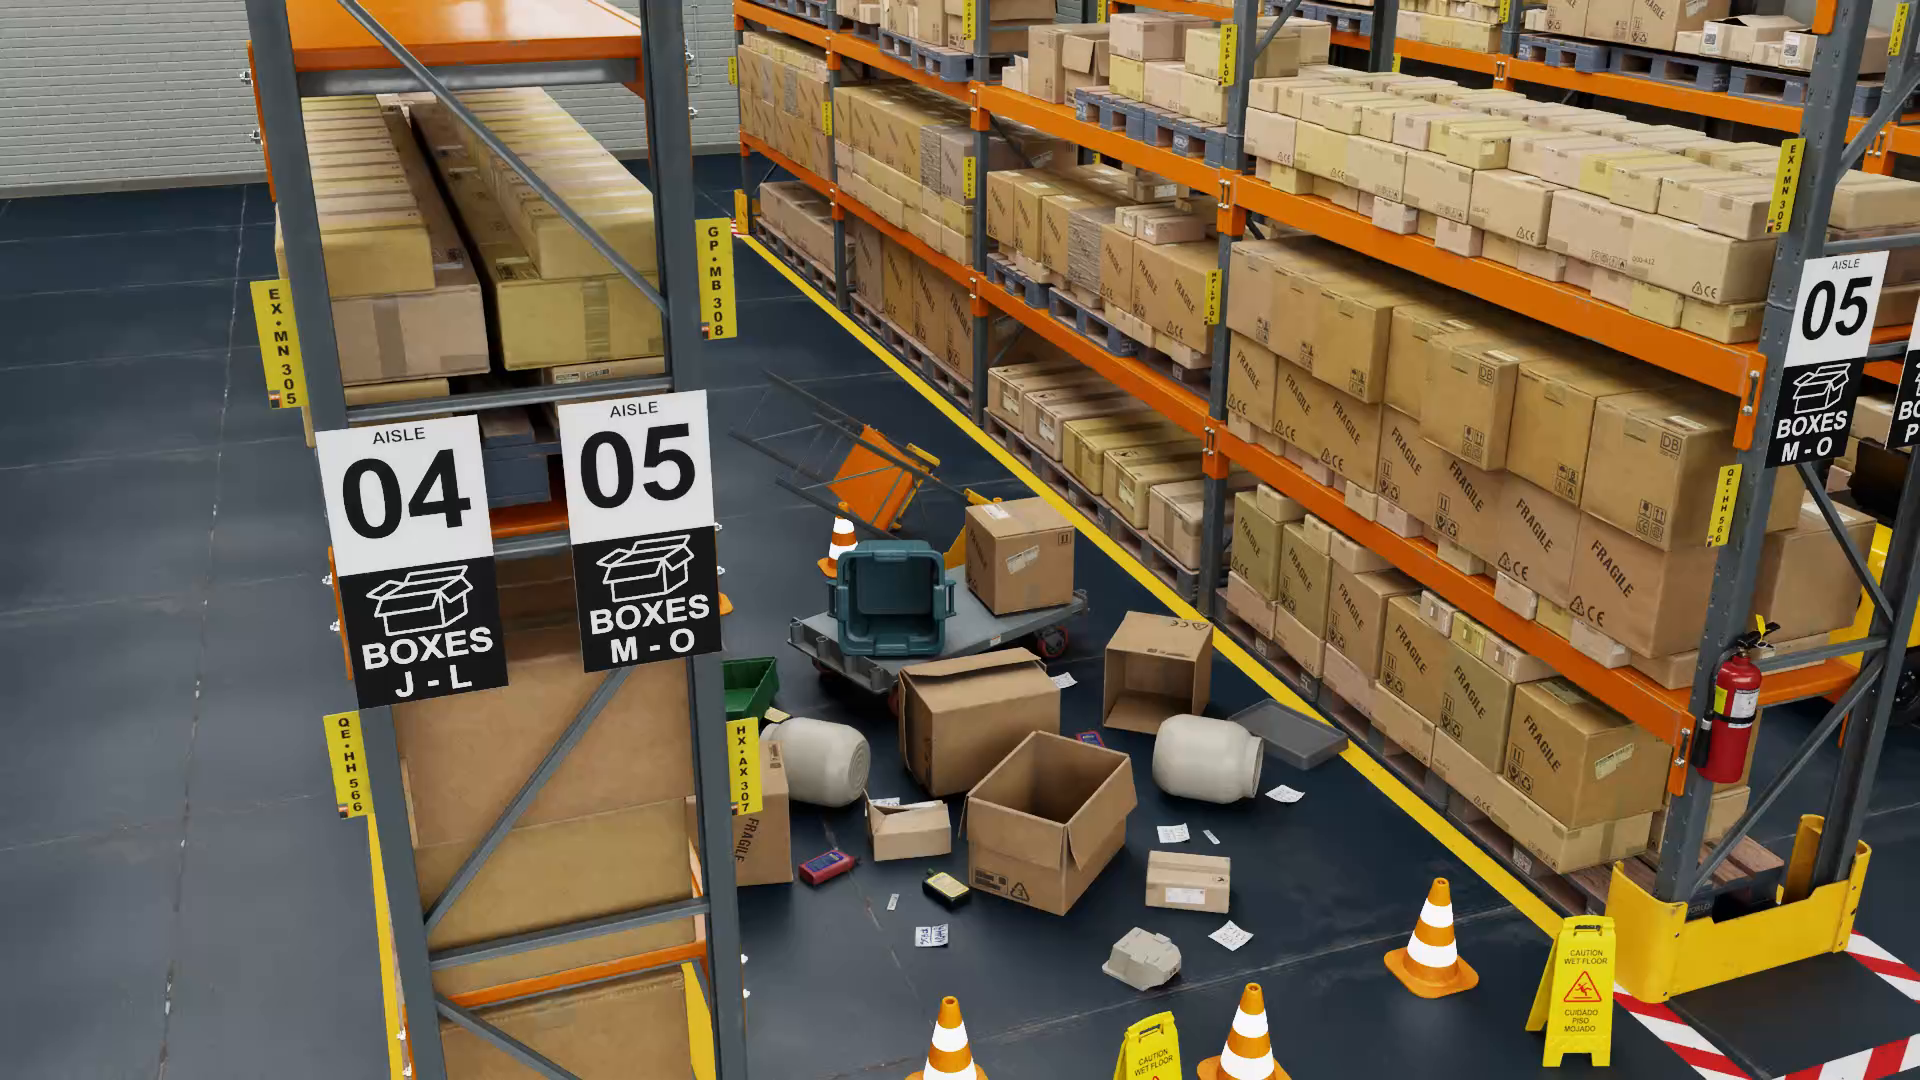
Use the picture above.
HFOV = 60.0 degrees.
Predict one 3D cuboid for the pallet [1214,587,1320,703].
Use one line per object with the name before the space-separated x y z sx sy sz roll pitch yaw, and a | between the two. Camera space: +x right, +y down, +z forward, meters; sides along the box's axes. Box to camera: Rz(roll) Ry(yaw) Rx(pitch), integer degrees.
pallet | 2.276 0.553 10.167 1.003 0.211 1.213 -8 24 -19

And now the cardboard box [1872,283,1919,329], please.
cardboard box | 3.605 -0.950 6.603 0.380 0.149 0.250 -8 24 -19

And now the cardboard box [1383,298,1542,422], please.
cardboard box | 2.540 -0.874 8.163 0.700 0.500 0.500 -9 24 -19

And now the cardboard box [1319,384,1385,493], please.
cardboard box | 2.265 -0.593 8.784 0.500 0.500 0.500 -9 24 -19

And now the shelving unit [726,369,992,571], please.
shelving unit | -0.669 -0.453 11.089 1.500 0.587 1.083 28 7 -32

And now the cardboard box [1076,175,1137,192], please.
cardboard box | 1.206 -2.488 12.739 0.500 0.500 0.500 -9 24 -20

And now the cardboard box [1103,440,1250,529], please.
cardboard box | 1.561 -0.405 11.692 0.950 0.372 0.625 -7 24 -16

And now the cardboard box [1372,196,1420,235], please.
cardboard box | 2.260 -1.611 8.171 0.380 0.149 0.250 -9 24 -20

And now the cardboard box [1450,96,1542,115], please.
cardboard box | 2.704 -2.144 8.409 0.380 0.149 0.250 -9 24 -20

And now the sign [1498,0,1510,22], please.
sign | 4.727 -4.654 14.403 0.100 0.325 0.005 -8 24 -19

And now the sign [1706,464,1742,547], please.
sign | 2.892 -0.129 6.295 0.100 0.325 0.005 -8 24 -19

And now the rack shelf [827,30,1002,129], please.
rack shelf | -0.114 -4.202 14.923 1.077 0.370 4.000 -8 24 -19

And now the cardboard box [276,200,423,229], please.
cardboard box | -1.700 -0.843 4.652 0.380 0.149 0.250 -8 24 -19

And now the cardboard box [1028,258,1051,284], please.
cardboard box | 0.733 -2.043 12.519 0.380 0.149 0.250 -8 24 -19

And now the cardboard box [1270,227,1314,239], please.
cardboard box | 2.170 -1.867 10.429 0.380 0.149 0.250 -8 24 -19

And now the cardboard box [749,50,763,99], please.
cardboard box | -2.141 -5.438 19.375 0.500 0.500 0.500 -9 24 -20

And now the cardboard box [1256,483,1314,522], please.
cardboard box | 1.950 -0.237 9.650 0.380 0.149 0.250 -8 24 -18

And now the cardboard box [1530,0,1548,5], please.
cardboard box | 5.364 -4.913 14.979 0.380 0.149 0.250 -9 25 -21

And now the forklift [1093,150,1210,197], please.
forklift | 1.840 -2.892 14.838 1.130 2.935 3.031 -8 24 -19

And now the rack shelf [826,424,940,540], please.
rack shelf | -0.530 -0.377 11.175 0.185 0.538 1.000 28 7 -32

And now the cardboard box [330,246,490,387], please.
cardboard box | -1.611 -0.632 4.665 0.500 0.250 0.500 -8 24 -18

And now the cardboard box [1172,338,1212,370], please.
cardboard box | 1.566 -1.198 10.514 0.380 0.149 0.250 -8 24 -18

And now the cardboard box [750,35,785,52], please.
cardboard box | -2.223 -5.775 19.338 0.380 0.149 0.250 -8 24 -17

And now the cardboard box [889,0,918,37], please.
cardboard box | -0.301 -4.647 14.383 0.500 0.500 0.500 -8 24 -18

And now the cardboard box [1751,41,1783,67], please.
cardboard box | 5.975 -3.518 12.027 0.380 0.149 0.250 -8 24 -19

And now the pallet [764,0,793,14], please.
pallet | -1.527 -5.961 18.283 1.003 0.211 1.213 -8 24 -19

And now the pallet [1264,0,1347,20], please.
pallet | 3.987 -5.610 17.578 1.213 0.211 1.003 -8 24 -19

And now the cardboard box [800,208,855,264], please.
cardboard box | -1.259 -3.459 18.854 0.875 0.438 0.875 -9 25 -21

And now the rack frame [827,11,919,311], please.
rack frame | -0.820 -3.878 17.090 1.000 3.000 0.127 -8 24 -19

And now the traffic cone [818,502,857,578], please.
traffic cone | -0.780 -0.029 11.224 0.336 0.463 0.334 -8 24 -19

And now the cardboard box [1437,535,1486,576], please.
cardboard box | 2.569 0.036 8.126 0.380 0.149 0.250 -9 24 -20

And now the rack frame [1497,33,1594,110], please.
rack frame | 5.235 -3.107 15.261 1.000 3.000 0.127 -8 24 -19

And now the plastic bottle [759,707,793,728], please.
plastic bottle | -1.080 0.992 9.318 0.283 0.061 0.133 18 29 36

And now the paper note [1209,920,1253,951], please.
paper note | 1.223 1.780 7.488 0.148 0.019 0.142 -18 29 -37

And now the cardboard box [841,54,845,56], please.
cardboard box | -1.187 -5.292 18.192 0.380 0.149 0.250 -8 24 -19

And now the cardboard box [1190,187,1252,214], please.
cardboard box | 3.169 -4.127 20.358 0.700 0.500 0.500 -9 25 -21

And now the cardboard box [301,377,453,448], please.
cardboard box | -1.611 -0.383 4.588 0.380 0.149 0.250 -8 24 -19

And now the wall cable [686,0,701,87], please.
wall cable | -4.247 -7.860 25.188 0.585 1.953 0.123 -8 24 -19

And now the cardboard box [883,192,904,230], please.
cardboard box | -0.394 -3.054 15.327 0.500 0.250 0.500 -9 24 -20

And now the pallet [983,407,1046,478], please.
pallet | 0.867 -0.856 13.509 1.003 0.211 1.213 -8 24 -19

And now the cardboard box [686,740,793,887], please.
cardboard box | -1.081 1.318 7.975 0.500 0.500 0.500 -4 23 -10

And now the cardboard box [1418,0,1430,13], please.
cardboard box | 4.572 -5.078 15.753 0.380 0.149 0.250 -8 24 -19

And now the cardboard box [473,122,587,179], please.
cardboard box | -1.535 -1.396 5.965 0.380 0.149 0.250 -8 24 -18

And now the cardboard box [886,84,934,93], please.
cardboard box | -0.428 -4.257 16.573 0.500 0.500 0.500 -8 24 -17

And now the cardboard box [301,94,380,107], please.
cardboard box | -2.509 -1.674 6.624 0.380 0.149 0.250 -9 24 -20

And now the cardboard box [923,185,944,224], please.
cardboard box | -0.001 -2.913 14.349 0.500 0.250 0.500 -9 24 -20

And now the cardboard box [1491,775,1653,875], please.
cardboard box | 2.873 1.290 7.827 0.500 0.250 0.500 -8 24 -19

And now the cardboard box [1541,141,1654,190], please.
cardboard box | 2.739 -1.613 7.149 0.380 0.149 0.250 -8 24 -19

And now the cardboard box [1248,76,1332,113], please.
cardboard box | 1.812 -2.446 9.127 0.380 0.149 0.250 -9 24 -20

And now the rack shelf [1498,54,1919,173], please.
rack shelf | 5.942 -3.431 13.093 1.077 0.370 4.000 -8 24 -19

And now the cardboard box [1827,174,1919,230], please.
cardboard box | 3.484 -1.309 6.429 0.380 0.149 0.250 -9 24 -19

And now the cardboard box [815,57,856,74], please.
cardboard box | -1.297 -4.955 17.393 0.380 0.149 0.250 -8 24 -19

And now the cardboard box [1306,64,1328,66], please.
cardboard box | 1.994 -2.930 10.629 0.500 0.250 0.500 -9 24 -20

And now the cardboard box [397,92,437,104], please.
cardboard box | -3.052 -2.525 9.519 0.396 0.266 0.258 -8 24 -19
